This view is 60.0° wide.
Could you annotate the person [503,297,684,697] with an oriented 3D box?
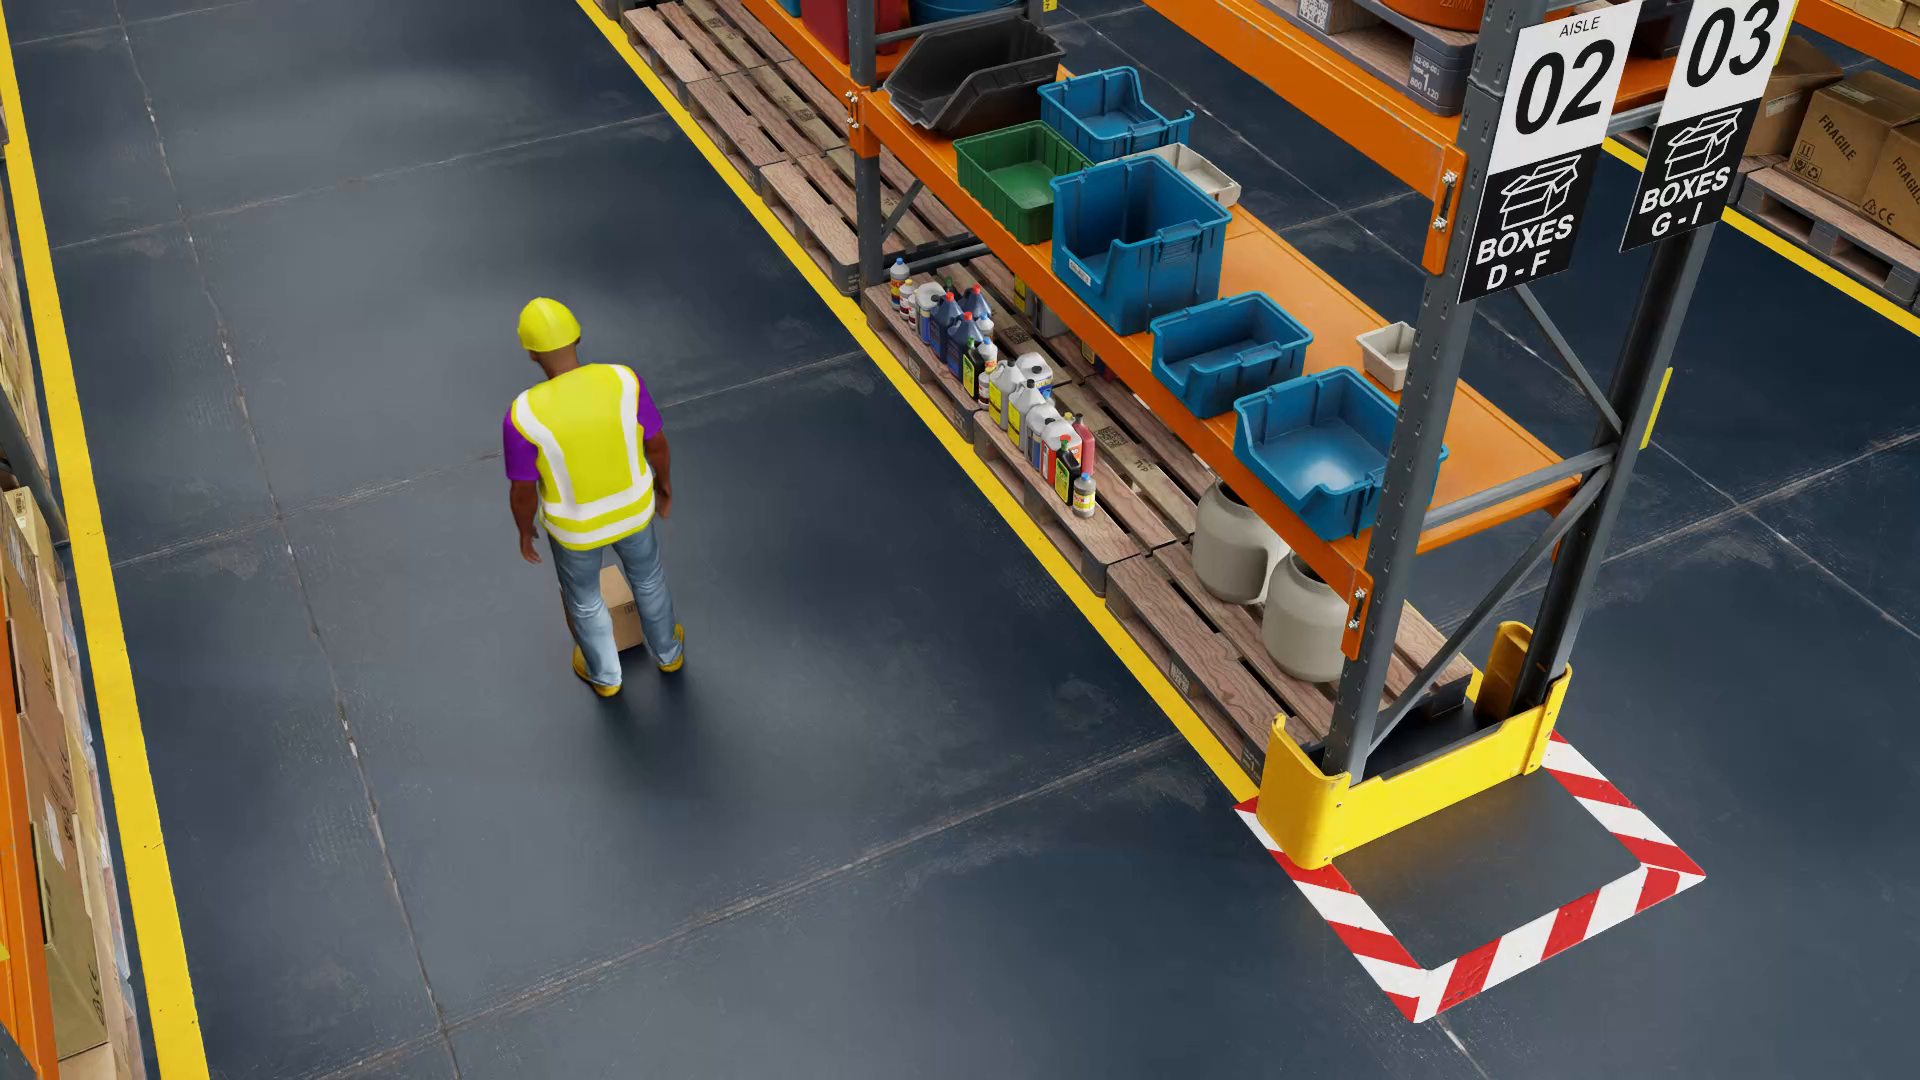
[{"bbox_3d":[-1.385,-0.132,6.298,0.628,1.759,0.462,-21,45,-22],"label":"person"}]
